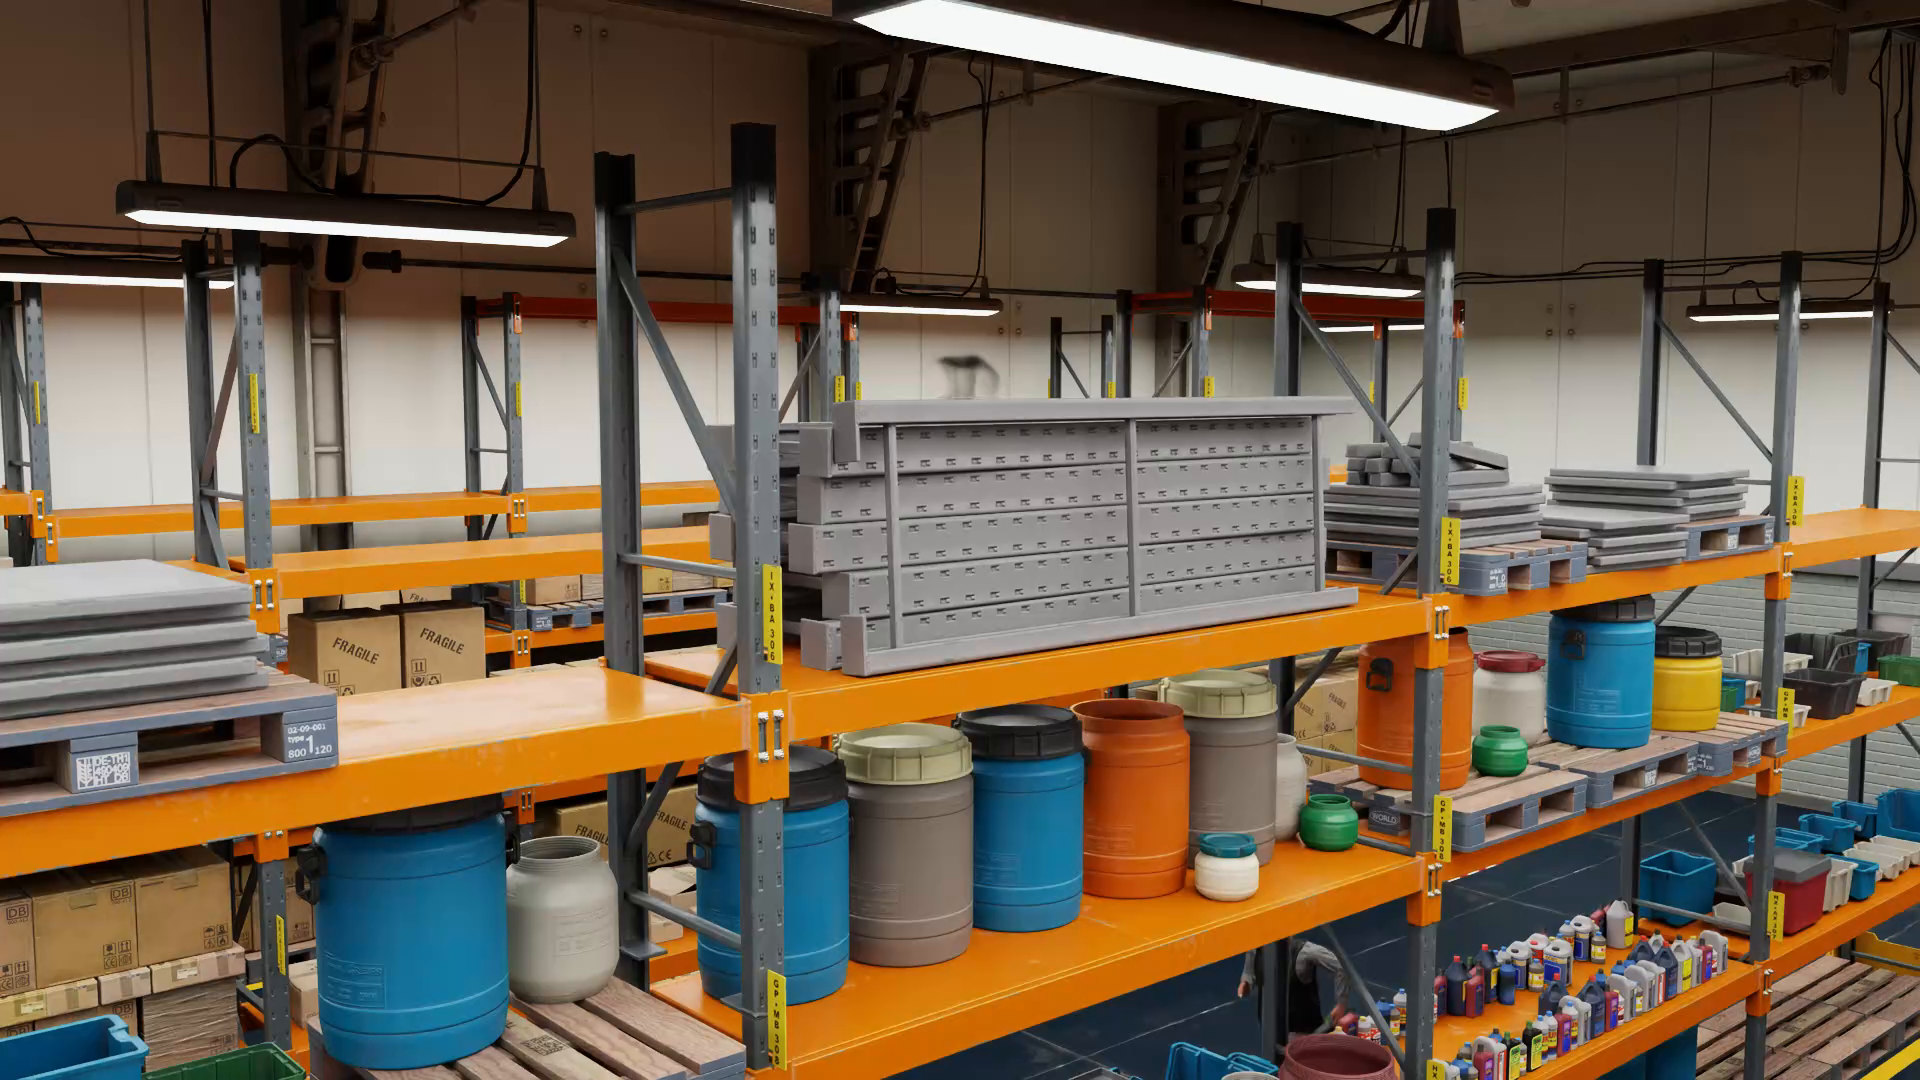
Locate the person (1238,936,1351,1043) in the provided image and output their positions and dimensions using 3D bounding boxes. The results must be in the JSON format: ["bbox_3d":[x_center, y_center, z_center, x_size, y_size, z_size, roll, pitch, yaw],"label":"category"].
[{"bbox_3d":[2.179,3.211,11.082,0.792,1.592,0.685,-4,7,-39],"label":"person"}]
